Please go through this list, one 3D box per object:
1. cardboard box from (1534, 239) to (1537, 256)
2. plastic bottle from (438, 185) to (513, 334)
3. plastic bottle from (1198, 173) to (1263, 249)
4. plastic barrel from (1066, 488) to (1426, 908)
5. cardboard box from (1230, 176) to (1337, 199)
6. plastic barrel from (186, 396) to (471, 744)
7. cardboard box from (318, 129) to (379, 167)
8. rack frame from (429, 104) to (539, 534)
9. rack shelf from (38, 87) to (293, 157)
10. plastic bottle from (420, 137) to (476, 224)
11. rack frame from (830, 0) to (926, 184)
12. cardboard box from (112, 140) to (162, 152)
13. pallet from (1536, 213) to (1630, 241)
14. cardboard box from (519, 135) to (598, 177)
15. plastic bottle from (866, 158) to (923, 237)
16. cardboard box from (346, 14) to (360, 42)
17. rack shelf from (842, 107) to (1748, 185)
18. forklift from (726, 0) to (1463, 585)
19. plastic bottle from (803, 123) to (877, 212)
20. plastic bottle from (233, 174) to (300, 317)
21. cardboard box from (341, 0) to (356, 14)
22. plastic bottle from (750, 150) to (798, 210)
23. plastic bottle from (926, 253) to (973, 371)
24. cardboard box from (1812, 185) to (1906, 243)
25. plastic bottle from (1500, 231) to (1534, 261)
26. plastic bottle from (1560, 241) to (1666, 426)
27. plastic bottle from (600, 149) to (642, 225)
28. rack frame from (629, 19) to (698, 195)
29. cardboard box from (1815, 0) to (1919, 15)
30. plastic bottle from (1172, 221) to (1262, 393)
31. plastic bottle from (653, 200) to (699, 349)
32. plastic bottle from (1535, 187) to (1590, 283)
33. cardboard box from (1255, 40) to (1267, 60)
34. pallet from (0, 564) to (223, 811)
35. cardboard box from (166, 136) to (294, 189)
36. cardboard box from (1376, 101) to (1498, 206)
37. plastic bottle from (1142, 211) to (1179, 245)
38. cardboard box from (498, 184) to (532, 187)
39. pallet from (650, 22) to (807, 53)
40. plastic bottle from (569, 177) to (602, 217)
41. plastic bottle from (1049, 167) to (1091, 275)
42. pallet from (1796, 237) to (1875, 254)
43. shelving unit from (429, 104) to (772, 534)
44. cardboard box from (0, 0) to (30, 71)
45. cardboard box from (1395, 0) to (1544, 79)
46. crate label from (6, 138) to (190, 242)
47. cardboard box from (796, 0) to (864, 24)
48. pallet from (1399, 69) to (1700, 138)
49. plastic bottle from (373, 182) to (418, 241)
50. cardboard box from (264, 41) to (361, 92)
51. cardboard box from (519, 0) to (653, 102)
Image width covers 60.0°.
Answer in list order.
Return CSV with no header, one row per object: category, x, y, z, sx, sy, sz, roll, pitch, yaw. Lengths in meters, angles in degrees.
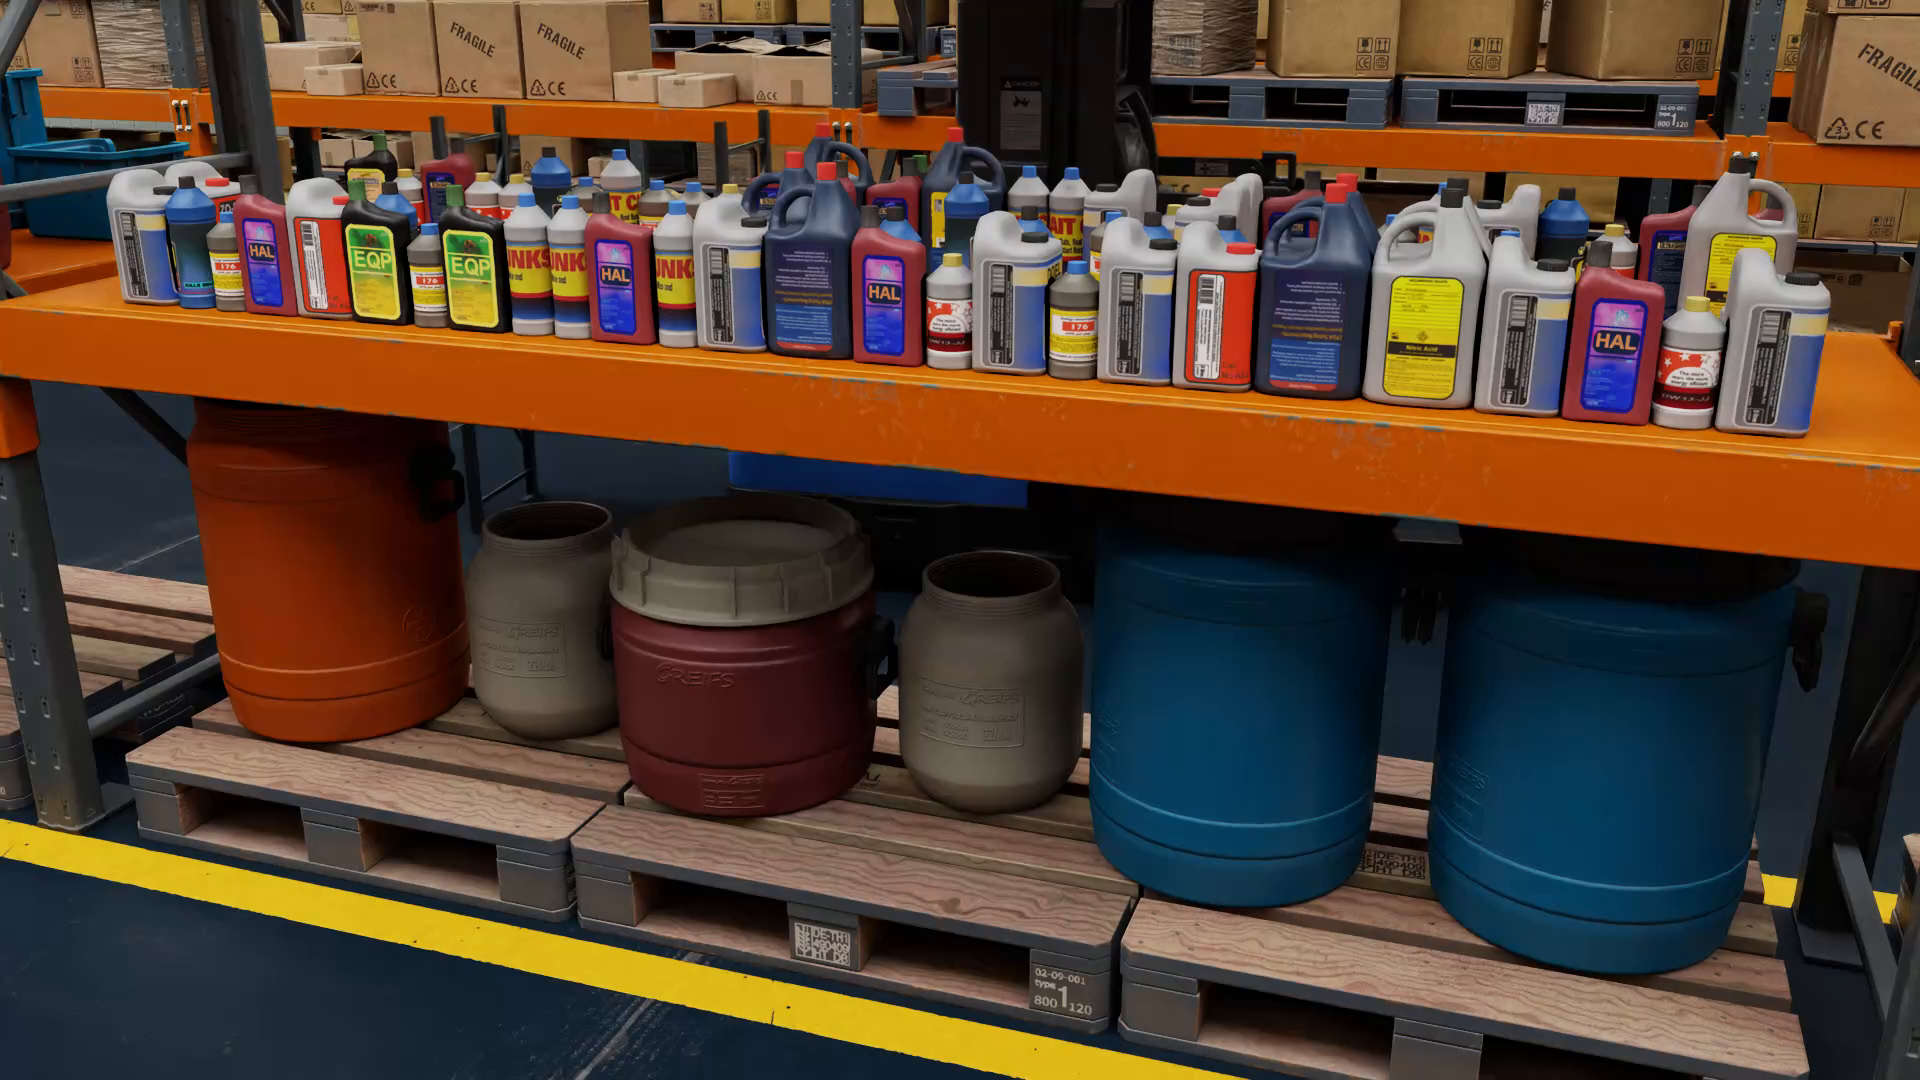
cardboard box,2.496,-1.180,8.033,0.500,0.500,0.500,7,20,19
plastic bottle,-0.958,-0.557,3.294,0.133,0.283,0.061,7,20,18
plastic bottle,0.564,-0.641,3.545,0.135,0.276,0.152,7,20,18
plastic barrel,0.574,0.221,3.434,0.708,0.901,0.600,7,20,18
cardboard box,1.585,-1.642,8.219,0.500,0.250,0.500,6,20,17
plastic barrel,-1.560,0.011,4.146,0.708,0.830,0.600,7,20,18
cardboard box,-5.709,-3.643,15.385,0.500,0.311,0.500,4,20,12
rack frame,-1.737,-0.811,6.125,0.032,1.500,0.500,4,20,11
rack shelf,-6.066,-2.711,10.389,4.000,0.370,1.077,7,20,18
plastic bottle,-1.287,-0.872,4.197,0.133,0.283,0.061,7,20,18
rack frame,-0.398,-2.402,8.411,0.127,3.000,1.000,7,20,18
cardboard box,-5.155,-2.128,10.025,0.500,0.500,0.500,7,20,18
pallet,4.249,-2.254,12.222,1.213,0.211,1.003,7,20,18
cardboard box,-3.548,-3.502,14.695,0.500,0.500,0.500,5,20,14
plastic bottle,-0.145,-0.720,3.761,0.133,0.283,0.061,7,20,18
cardboard box,-5.002,-4.486,14.586,0.500,0.250,0.500,6,20,17
rack shelf,1.491,-1.847,7.910,4.000,0.370,1.077,7,20,18
forklift,0.767,-1.331,5.441,3.031,2.935,1.130,4,20,11
plastic bottle,-0.289,-0.775,3.817,0.185,0.351,0.144,7,20,18
plastic bottle,-1.429,-0.611,3.448,0.133,0.283,0.061,7,20,18
cardboard box,-5.031,-4.841,14.464,0.500,0.500,0.500,6,20,16
plastic bottle,-0.425,-0.773,3.914,0.133,0.283,0.061,7,20,18
plastic bottle,-0.013,-0.416,3.016,0.097,0.201,0.097,0,19,0
cardboard box,6.149,-2.361,11.452,0.500,0.500,0.700,6,20,18
plastic bottle,1.070,-0.504,3.267,0.097,0.201,0.097,0,19,0
plastic bottle,1.039,-0.328,2.639,0.133,0.283,0.061,7,20,18
plastic bottle,-0.816,-0.806,4.026,0.097,0.271,0.097,0,19,0
rack frame,-2.555,-4.375,14.070,0.127,3.000,1.000,7,20,18
cardboard box,3.733,-2.351,6.594,0.500,0.500,0.500,7,20,19
plastic bottle,0.451,-0.408,2.878,0.135,0.276,0.152,7,20,18
plastic bottle,-0.533,-0.509,3.175,0.097,0.271,0.097,0,19,0
plastic bottle,1.212,-0.574,3.361,0.097,0.271,0.097,0,19,0
cardboard box,2.195,-3.653,12.349,0.250,0.149,0.380,6,20,18
pallet,-2.746,0.358,4.728,1.213,0.211,1.003,7,20,18
cardboard box,-4.512,-2.236,10.334,0.500,0.500,0.500,7,20,18
cardboard box,3.505,-2.819,12.234,0.750,0.750,0.750,7,20,20
plastic bottle,0.348,-0.461,3.038,0.097,0.271,0.097,0,19,0
cardboard box,-2.736,-1.936,9.760,0.500,0.311,0.500,6,20,18
pallet,-1.880,-4.157,13.735,1.213,0.211,1.003,7,20,18
plastic bottle,-0.908,-0.783,4.068,0.097,0.201,0.097,0,19,0
plastic bottle,0.245,-0.684,3.678,0.097,0.271,0.097,0,19,0
pallet,5.695,-2.088,11.745,1.213,0.211,1.003,7,20,18
shelving unit,-1.240,-0.777,6.026,1.048,1.500,0.538,4,20,11
cardboard box,-5.571,-3.038,10.083,0.500,0.500,0.700,7,20,19
cardboard box,2.336,-2.391,7.589,0.500,0.500,0.700,10,22,27
crate label,-2.302,-0.946,4.486,0.416,0.233,0.303,7,20,18
cardboard box,-0.927,-4.441,13.438,0.500,0.500,0.700,10,21,26
pallet,2.661,-2.000,7.548,1.213,0.211,1.003,7,20,18
plastic bottle,-1.167,-0.603,3.443,0.097,0.271,0.097,0,19,0
cardboard box,-3.697,-2.724,9.562,0.500,0.250,0.500,8,21,21
cardboard box,-1.989,-2.626,8.900,0.500,0.500,0.500,5,20,15
